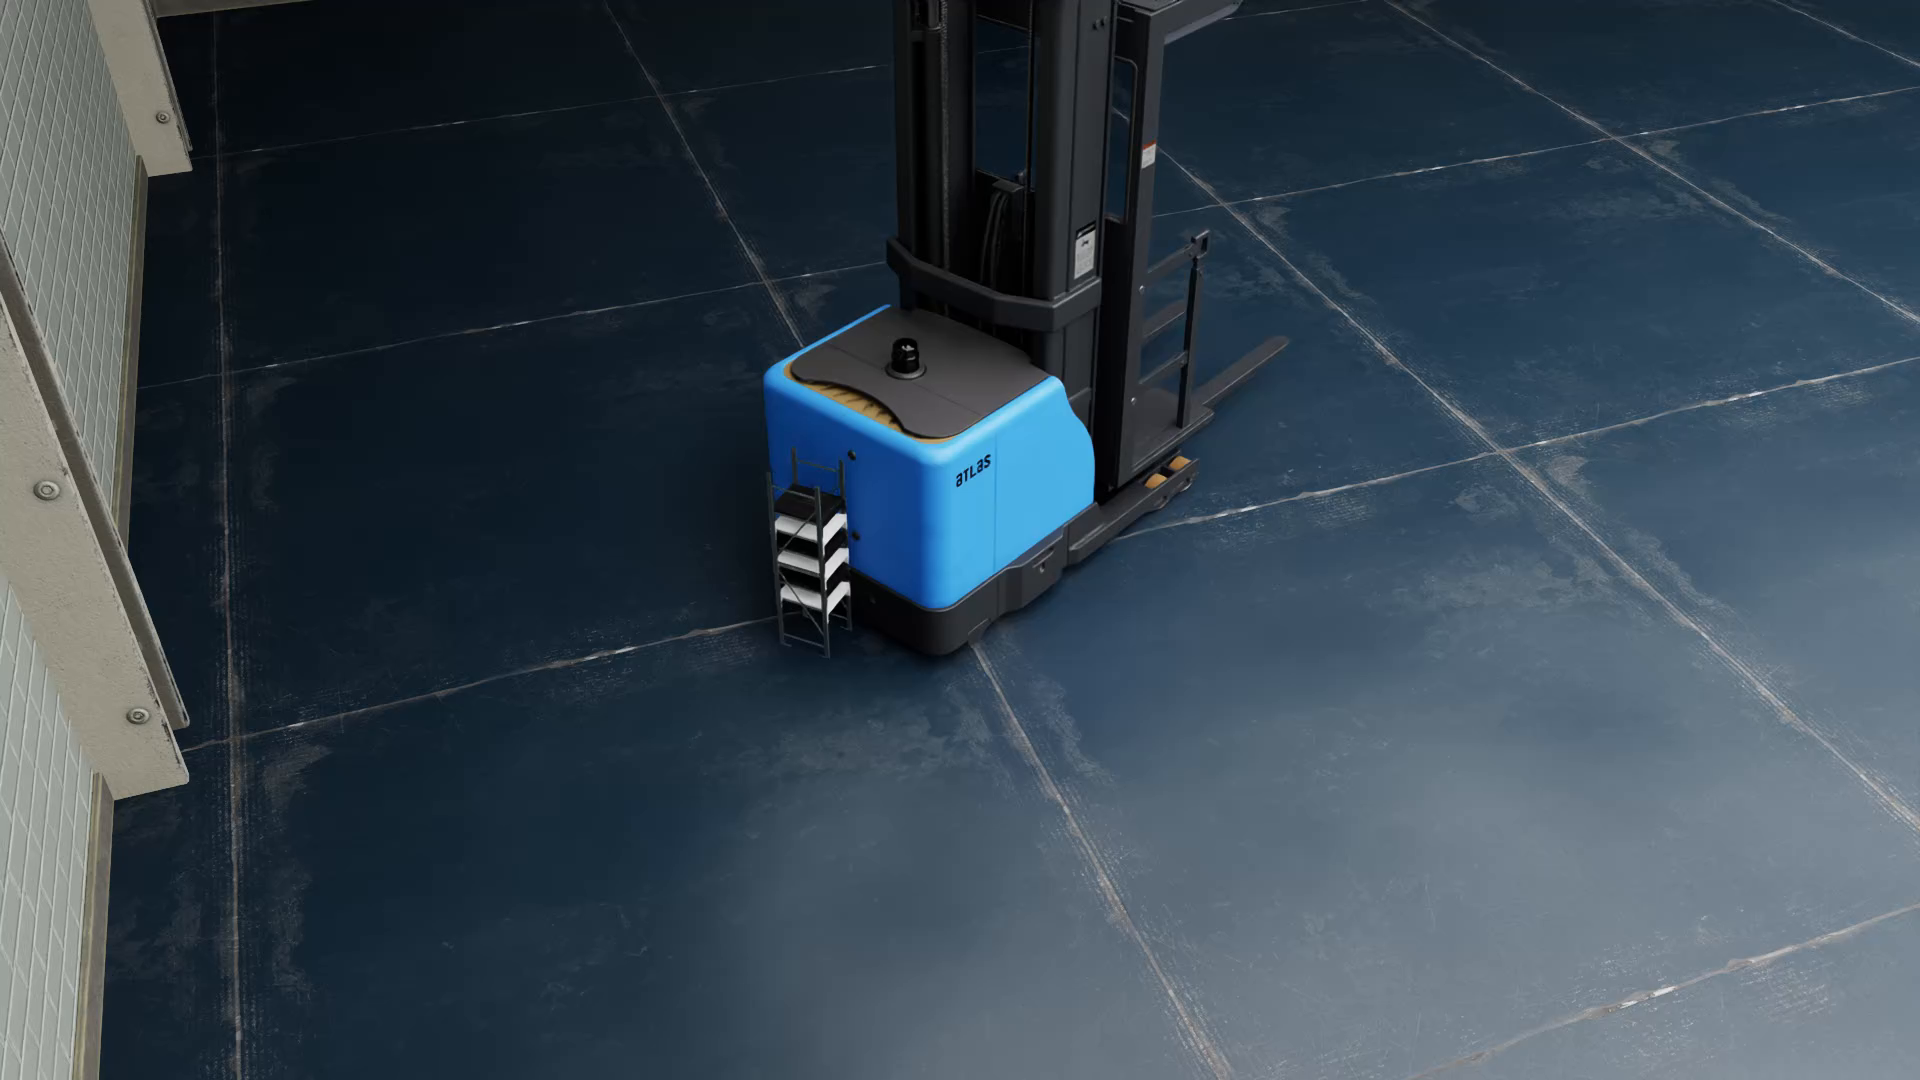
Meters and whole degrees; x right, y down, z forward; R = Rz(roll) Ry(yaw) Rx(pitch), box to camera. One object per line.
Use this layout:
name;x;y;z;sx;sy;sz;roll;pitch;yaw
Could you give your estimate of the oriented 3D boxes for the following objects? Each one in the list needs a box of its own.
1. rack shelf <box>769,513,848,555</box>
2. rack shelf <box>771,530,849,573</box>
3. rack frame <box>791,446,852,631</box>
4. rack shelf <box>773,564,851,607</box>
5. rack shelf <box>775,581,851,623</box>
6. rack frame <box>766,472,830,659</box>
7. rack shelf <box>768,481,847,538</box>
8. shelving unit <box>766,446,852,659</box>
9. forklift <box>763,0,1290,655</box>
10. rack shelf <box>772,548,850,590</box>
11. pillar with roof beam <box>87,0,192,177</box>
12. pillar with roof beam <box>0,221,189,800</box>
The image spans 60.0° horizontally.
rack shelf;-0.621;-0.054;6.827;0.258;0.077;0.200;16;40;19
rack shelf;-0.621;0.018;6.882;0.258;0.077;0.200;16;40;19
rack frame;-0.578;0.007;6.990;0.240;0.900;0.006;16;40;19
rack shelf;-0.621;0.161;6.992;0.258;0.077;0.200;16;40;19
rack shelf;-0.621;0.232;7.046;0.258;0.077;0.200;16;40;19
rack frame;-0.663;0.119;6.843;0.240;0.900;0.006;16;40;19
rack shelf;-0.620;-0.125;6.773;0.258;0.077;0.200;16;40;19
shelving unit;-0.621;0.063;6.917;0.258;0.900;0.210;16;40;19
forklift;0.507;-1.498;7.303;1.130;2.935;3.031;27;45;31
rack shelf;-0.621;0.089;6.937;0.258;0.077;0.200;16;40;19
pillar with roof beam;-1.247;-7.007;9.574;9.100;9.000;0.400;-12;39;-16
pillar with roof beam;0.818;-3.618;5.074;9.100;9.000;0.400;-12;39;-16
